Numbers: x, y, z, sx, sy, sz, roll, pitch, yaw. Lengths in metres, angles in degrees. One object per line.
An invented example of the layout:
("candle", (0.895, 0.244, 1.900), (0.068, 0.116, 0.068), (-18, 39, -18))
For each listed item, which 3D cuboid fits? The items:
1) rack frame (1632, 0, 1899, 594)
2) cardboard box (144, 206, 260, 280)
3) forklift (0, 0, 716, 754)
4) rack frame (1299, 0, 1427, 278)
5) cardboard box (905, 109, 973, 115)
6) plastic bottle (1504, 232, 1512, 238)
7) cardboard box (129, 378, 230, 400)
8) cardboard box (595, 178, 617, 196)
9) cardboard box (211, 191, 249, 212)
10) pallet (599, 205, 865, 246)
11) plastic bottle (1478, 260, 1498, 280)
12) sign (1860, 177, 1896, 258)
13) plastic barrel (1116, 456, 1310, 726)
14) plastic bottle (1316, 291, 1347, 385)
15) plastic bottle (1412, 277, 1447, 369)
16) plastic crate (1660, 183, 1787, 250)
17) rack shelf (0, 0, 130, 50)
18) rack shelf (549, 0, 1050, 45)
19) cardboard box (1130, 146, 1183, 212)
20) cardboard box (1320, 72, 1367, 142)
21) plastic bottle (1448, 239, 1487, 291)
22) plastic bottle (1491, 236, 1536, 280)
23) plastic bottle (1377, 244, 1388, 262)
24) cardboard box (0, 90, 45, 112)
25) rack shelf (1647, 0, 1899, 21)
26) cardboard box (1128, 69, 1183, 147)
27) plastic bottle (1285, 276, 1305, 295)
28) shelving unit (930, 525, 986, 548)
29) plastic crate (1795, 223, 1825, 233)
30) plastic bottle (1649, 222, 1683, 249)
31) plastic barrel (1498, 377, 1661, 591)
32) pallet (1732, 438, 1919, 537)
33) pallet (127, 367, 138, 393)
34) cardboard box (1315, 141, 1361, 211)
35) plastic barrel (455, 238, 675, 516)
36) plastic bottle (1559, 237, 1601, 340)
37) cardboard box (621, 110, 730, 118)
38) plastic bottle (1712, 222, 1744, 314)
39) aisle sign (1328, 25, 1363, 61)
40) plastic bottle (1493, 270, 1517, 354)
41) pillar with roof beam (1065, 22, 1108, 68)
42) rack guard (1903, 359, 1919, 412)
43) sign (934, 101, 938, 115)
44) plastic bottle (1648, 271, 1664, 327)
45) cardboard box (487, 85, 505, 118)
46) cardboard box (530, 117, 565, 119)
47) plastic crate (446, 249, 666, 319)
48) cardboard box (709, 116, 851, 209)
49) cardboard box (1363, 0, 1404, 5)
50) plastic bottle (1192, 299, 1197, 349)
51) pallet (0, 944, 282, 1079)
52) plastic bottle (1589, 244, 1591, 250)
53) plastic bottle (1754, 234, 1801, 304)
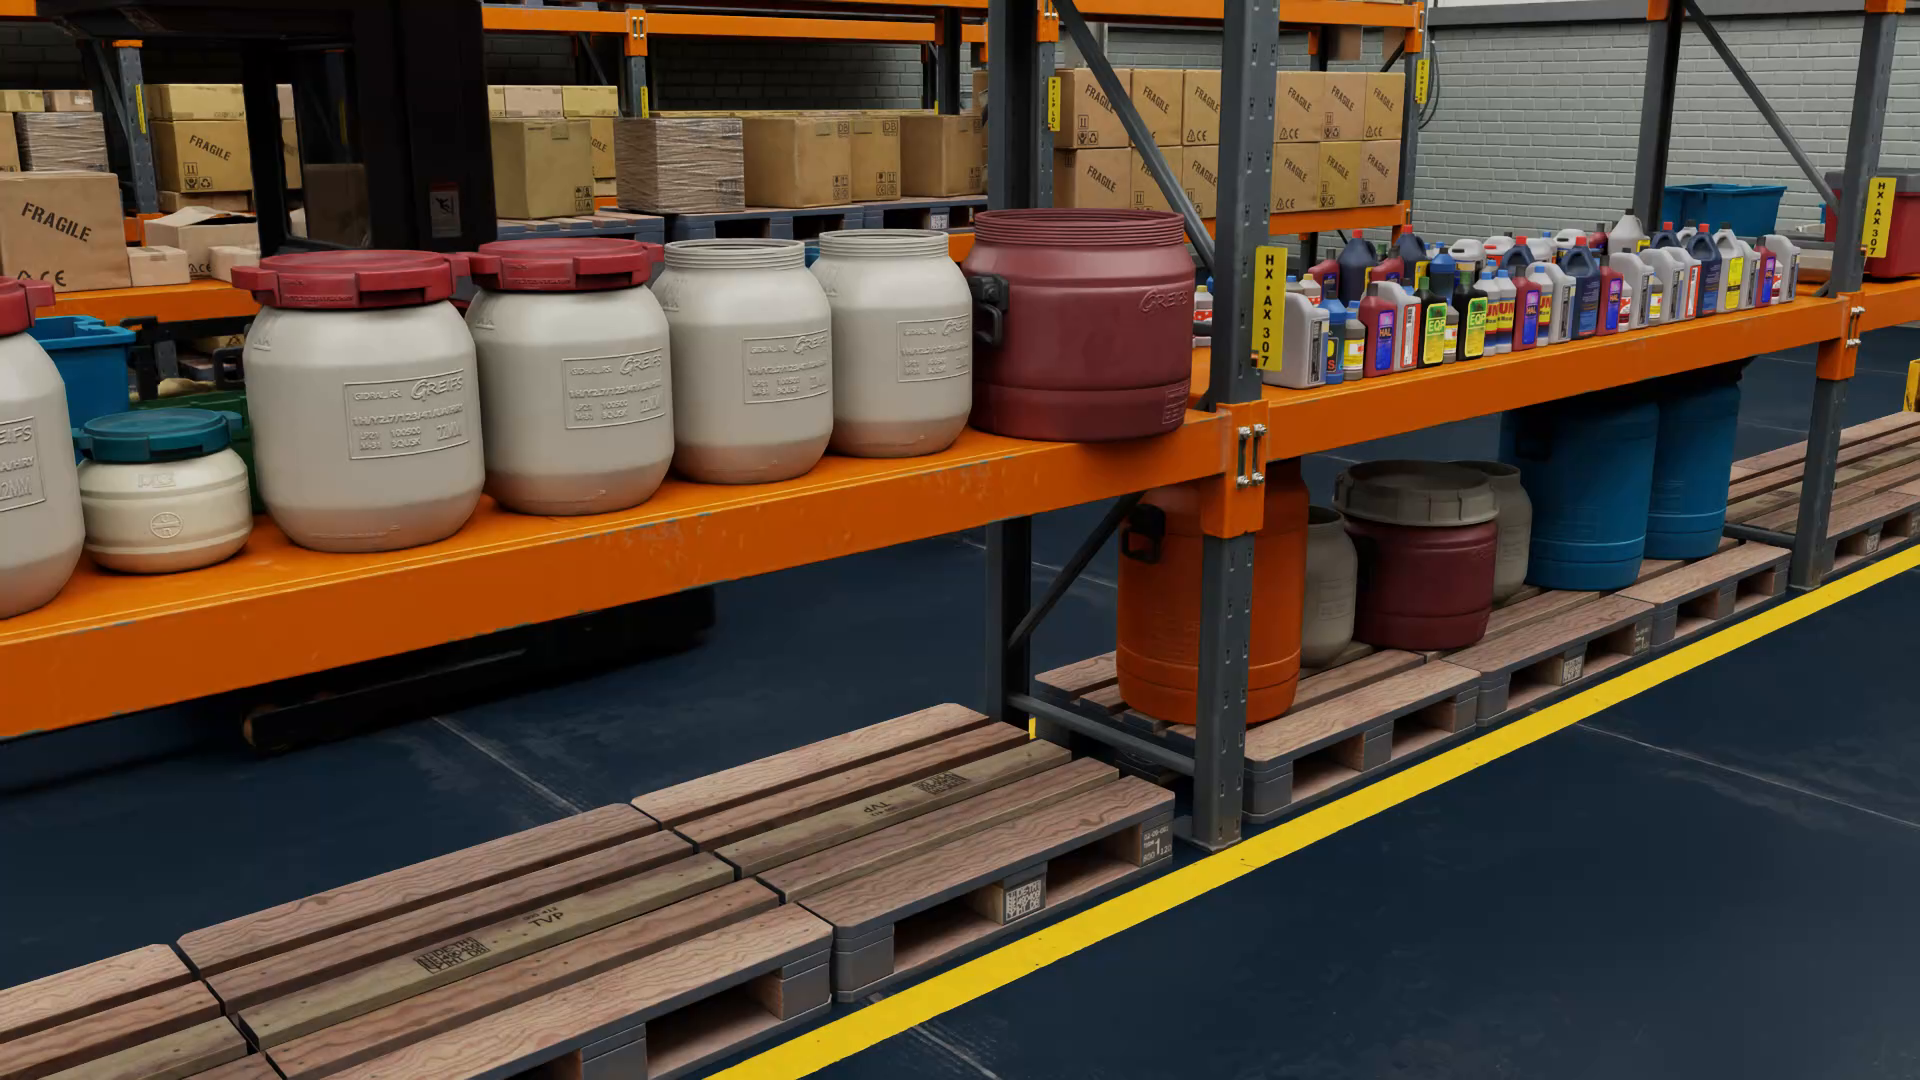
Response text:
("rack frame", (3.472, -1.320, 7.379), (0.127, 3.000, 1.000), (-13, 19, -39))
("cardboard box", (-3.596, -1.450, 8.040), (0.500, 0.311, 0.500), (-13, 20, -40))
("forklift", (-2.426, -0.851, 5.756), (3.031, 2.935, 1.130), (-13, 20, -40))
("rack frame", (3.241, -2.962, 13.528), (0.127, 3.000, 1.000), (-13, 19, -39))
("cardboard box", (-0.392, -3.983, 16.767), (0.700, 0.700, 0.980), (-12, 19, -37))
("plastic bottle", (2.246, -1.134, 6.909), (0.133, 0.283, 0.061), (-13, 19, -39))
("cardboard box", (-3.772, -0.630, 8.225), (0.500, 0.311, 0.500), (-13, 20, -41))
("cardboard box", (-3.100, -3.024, 14.208), (0.250, 0.149, 0.380), (-12, 19, -39))
("cardboard box", (-5.452, -2.511, 12.286), (0.250, 0.149, 0.380), (-12, 19, -39))
("pallet", (-1.330, -1.845, 9.716), (1.213, 0.211, 1.003), (-13, 19, -39))
("plastic bottle", (2.096, -1.002, 6.575), (0.097, 0.201, 0.097), (0, 15, 0))
("sign", (3.832, -1.346, 6.941), (0.005, 0.325, 0.100), (-13, 19, -39))
("plastic barrel", (0.813, 0.117, 5.391), (0.708, 0.830, 0.600), (-13, 19, -39))
("plastic bottle", (1.099, -0.605, 4.951), (0.097, 0.271, 0.097), (0, 15, 0))
("plastic bottle", (1.474, -0.688, 5.241), (0.133, 0.283, 0.061), (-13, 19, -39))
("plastic crate", (3.601, -1.487, 7.918), (0.575, 0.384, 0.392), (-13, 19, -39))
("rack shelf", (-7.557, -3.334, 10.500), (4.000, 0.370, 1.077), (-13, 19, -39))
("rack shelf", (-1.285, -3.048, 9.429), (4.000, 0.370, 1.077), (-13, 19, -39))
("cardboard box", (1.171, -2.454, 11.430), (0.500, 0.500, 0.500), (-12, 19, -38))
("cardboard box", (2.705, -3.279, 12.583), (0.500, 0.500, 0.500), (-12, 19, -38))
("plastic bottle", (2.000, -1.060, 6.645), (0.135, 0.276, 0.152), (-13, 19, -39))
("plastic bottle", (1.962, -0.897, 5.891), (0.185, 0.351, 0.144), (-13, 19, -39))
("plastic bottle", (1.582, -0.985, 6.351), (0.133, 0.283, 0.061), (-13, 19, -39))
("cardboard box", (-6.522, -3.024, 11.454), (0.380, 0.149, 0.250), (12, 19, 38))
("rack shelf", (1.964, -2.083, 5.816), (4.000, 0.370, 1.077), (-13, 19, -39))
("cardboard box", (1.153, -2.929, 11.271), (0.500, 0.500, 0.500), (-13, 20, -41))
("plastic bottle", (1.194, -0.852, 6.012), (0.097, 0.201, 0.097), (0, 15, 0))
("shelving unit", (0.006, -0.436, 8.139), (0.210, 0.900, 0.258), (-13, 19, -39))
("plastic crate", (4.589, -1.575, 8.729), (0.466, 0.136, 0.293), (-13, 19, -39))
("plastic bottle", (2.760, -1.073, 6.552), (0.185, 0.351, 0.144), (-13, 19, -39))
("plastic barrel", (2.517, -0.300, 6.814), (0.708, 0.901, 0.600), (-13, 19, -39))
("pallet", (4.922, -0.313, 9.011), (1.213, 0.211, 1.003), (-13, 19, -39))
("pallet", (-6.639, -1.092, 11.928), (1.213, 0.211, 1.003), (-13, 19, -39))
("cardboard box", (2.693, -2.793, 12.701), (0.500, 0.500, 0.500), (-12, 19, -39))
("plastic barrel", (-0.817, -0.347, 3.474), (0.433, 0.535, 0.433), (0, 15, 0))
("plastic bottle", (2.163, -0.890, 5.865), (0.185, 0.351, 0.144), (-13, 19, -39))
("cardboard box", (-2.611, -3.482, 14.893), (0.700, 0.700, 0.980), (-12, 19, -39))
("plastic bottle", (2.994, -1.077, 6.564), (0.185, 0.351, 0.144), (-13, 19, -39))
("aisle sign", (3.100, -4.287, 13.450), (0.004, 0.787, 0.394), (-13, 19, -39))
("plastic bottle", (1.796, -0.761, 5.537), (0.097, 0.271, 0.097), (0, 15, 0))
("pillar with roof beam", (4.282, -6.612, 15.567), (0.400, 9.000, 9.100), (-13, 19, -39))
("rack guard", (6.500, -0.796, 10.263), (0.348, 0.500, 1.175), (-13, 19, -39))
("sign", (-0.138, -2.807, 11.270), (0.005, 0.325, 0.100), (-13, 19, -39))
("plastic bottle", (2.560, -0.899, 6.189), (0.097, 0.201, 0.097), (0, 15, 0))
("cardboard box", (-3.992, -3.512, 13.325), (0.500, 0.250, 0.500), (-12, 19, -38))
("cardboard box", (-3.592, -3.235, 13.738), (0.500, 0.500, 0.500), (-12, 19, -39))
("plastic crate", (-0.965, -0.459, 4.032), (0.583, 0.464, 0.402), (-13, 19, -39))
("cardboard box", (-1.069, -2.225, 9.759), (0.700, 0.500, 0.500), (10, 18, 33))
("cardboard box", (3.027, -4.201, 12.642), (0.500, 0.250, 0.500), (-13, 19, -39))
("plastic bottle", (0.753, -0.753, 5.641), (0.097, 0.201, 0.097), (0, 15, 0))
("pallet", (-1.996, 1.242, 3.191), (1.213, 0.211, 1.003), (-13, 19, -39))
("plastic bottle", (2.740, -1.199, 7.312), (0.097, 0.201, 0.097), (0, 15, 0))
("plastic bottle", (3.387, -1.130, 6.909), (0.135, 0.276, 0.152), (-13, 19, -39))
